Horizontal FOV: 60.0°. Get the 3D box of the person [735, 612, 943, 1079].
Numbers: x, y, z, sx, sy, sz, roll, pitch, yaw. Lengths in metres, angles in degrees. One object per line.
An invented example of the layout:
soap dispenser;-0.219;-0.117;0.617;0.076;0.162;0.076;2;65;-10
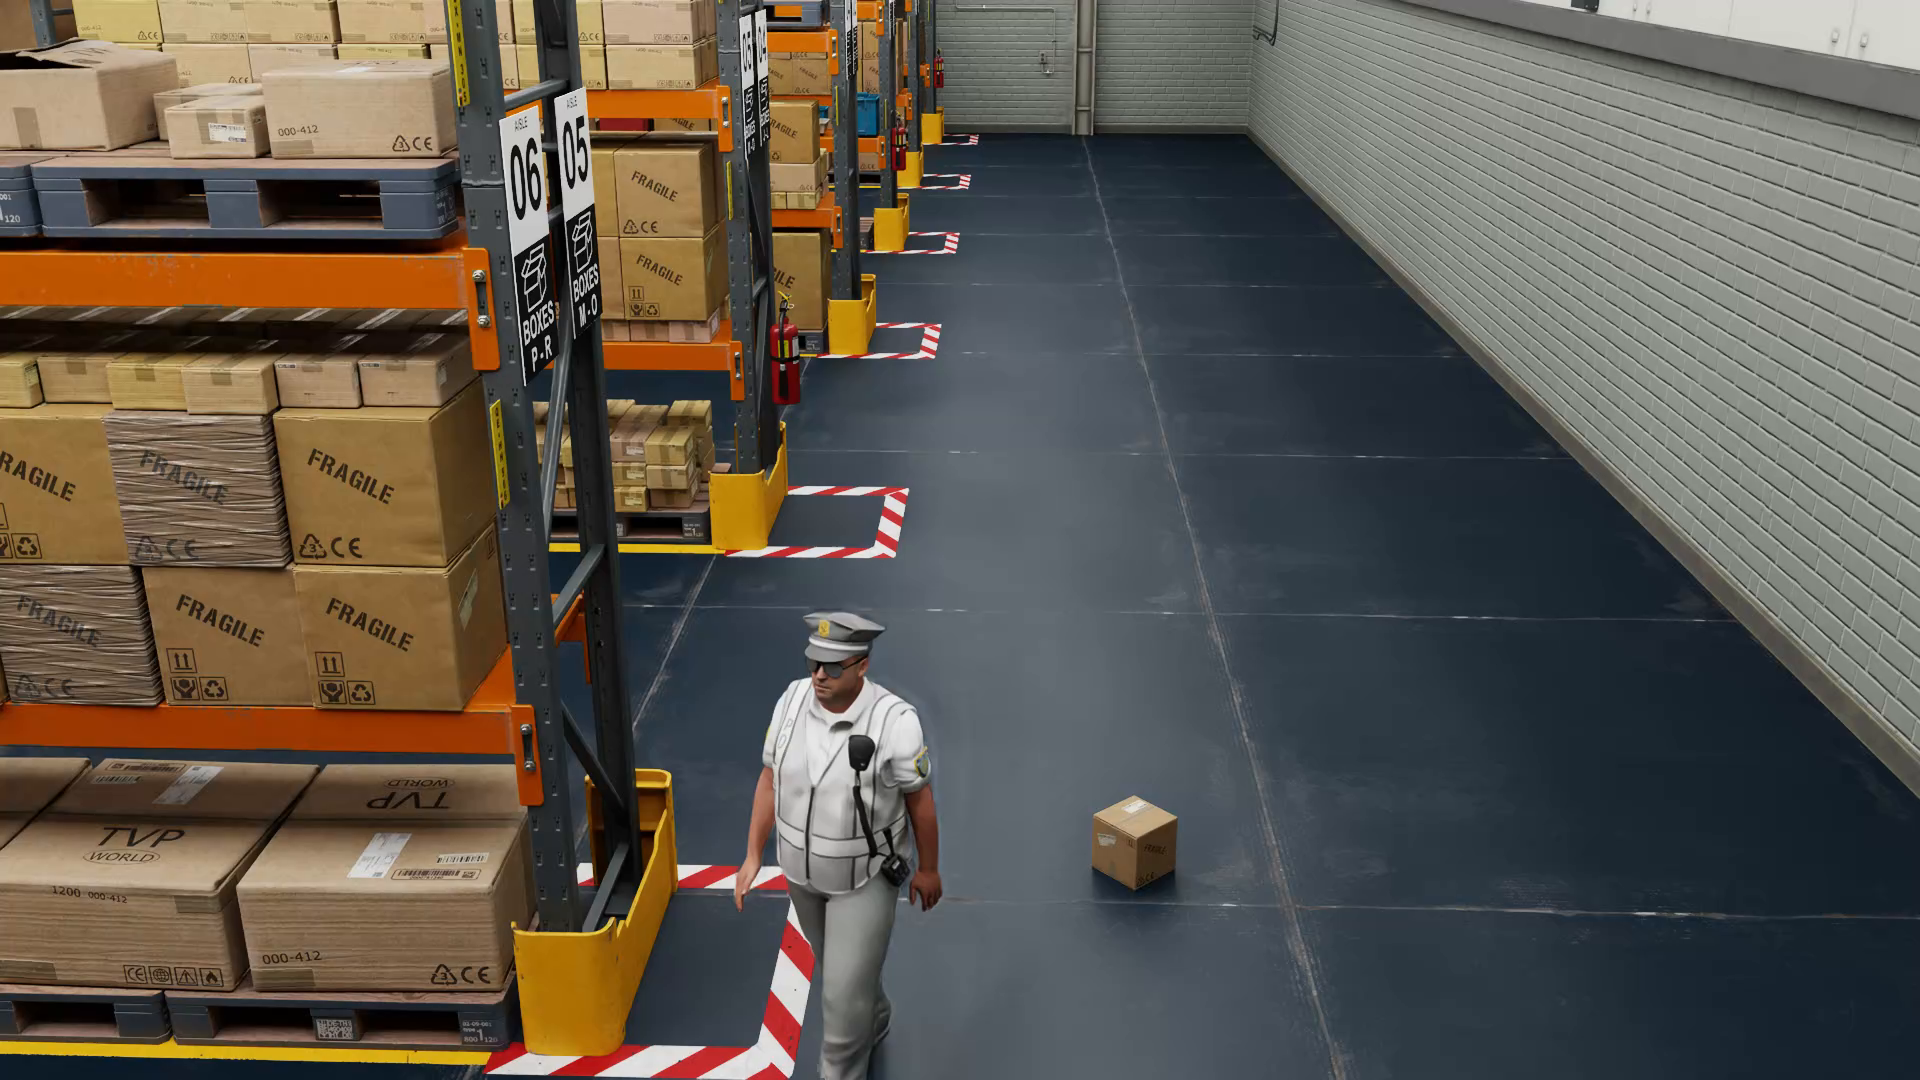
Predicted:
person;-0.419;1.082;5.300;0.573;1.817;0.771;11;23;27
